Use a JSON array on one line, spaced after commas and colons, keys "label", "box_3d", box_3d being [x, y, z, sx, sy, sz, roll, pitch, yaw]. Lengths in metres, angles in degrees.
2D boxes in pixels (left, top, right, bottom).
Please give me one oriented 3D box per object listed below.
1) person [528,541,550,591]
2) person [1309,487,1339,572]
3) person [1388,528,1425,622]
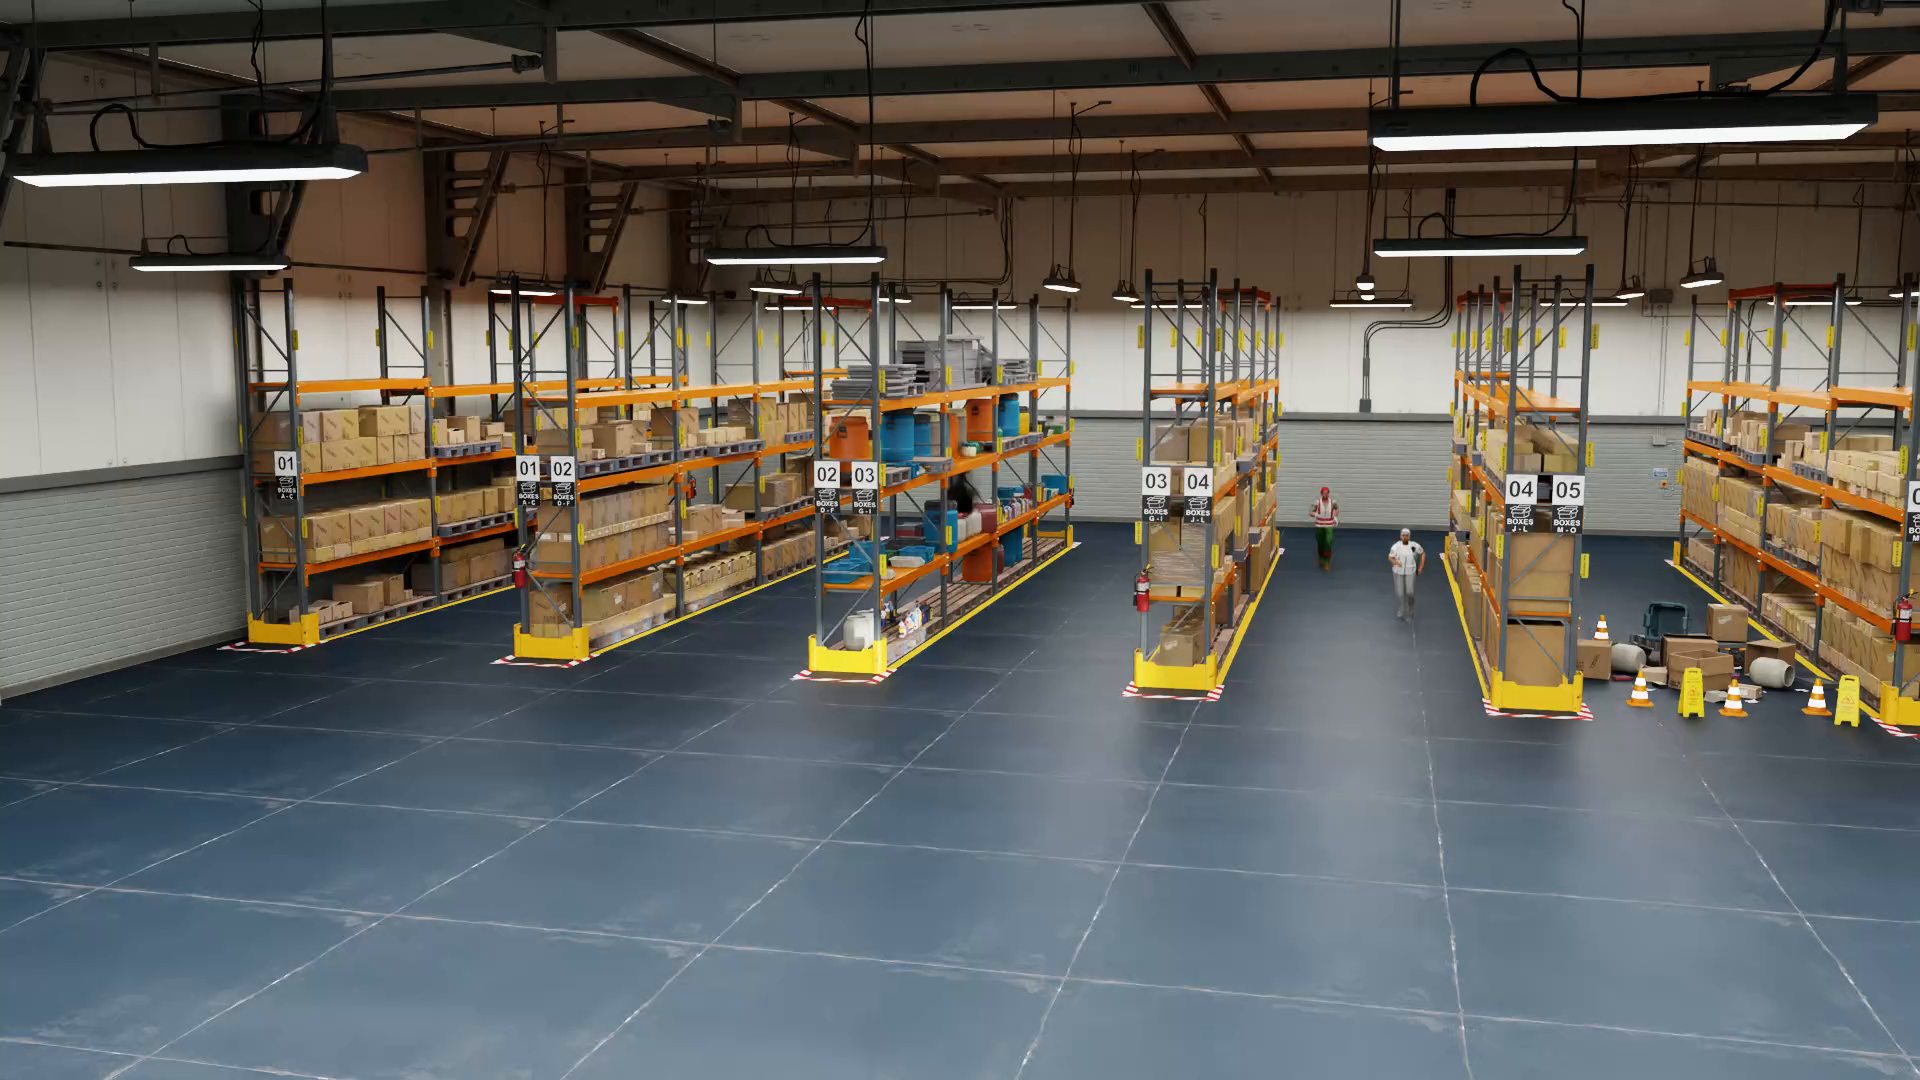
[{"label": "person", "box_3d": [-7.362, 0.711, 29.290, 0.539, 1.591, 0.825, 1, 7, 6]}, {"label": "person", "box_3d": [7.966, -0.266, 36.452, 0.634, 1.818, 0.881, 1, 7, 12]}, {"label": "person", "box_3d": [7.968, 0.644, 29.715, 0.619, 1.711, 0.691, 2, 7, 17]}]
